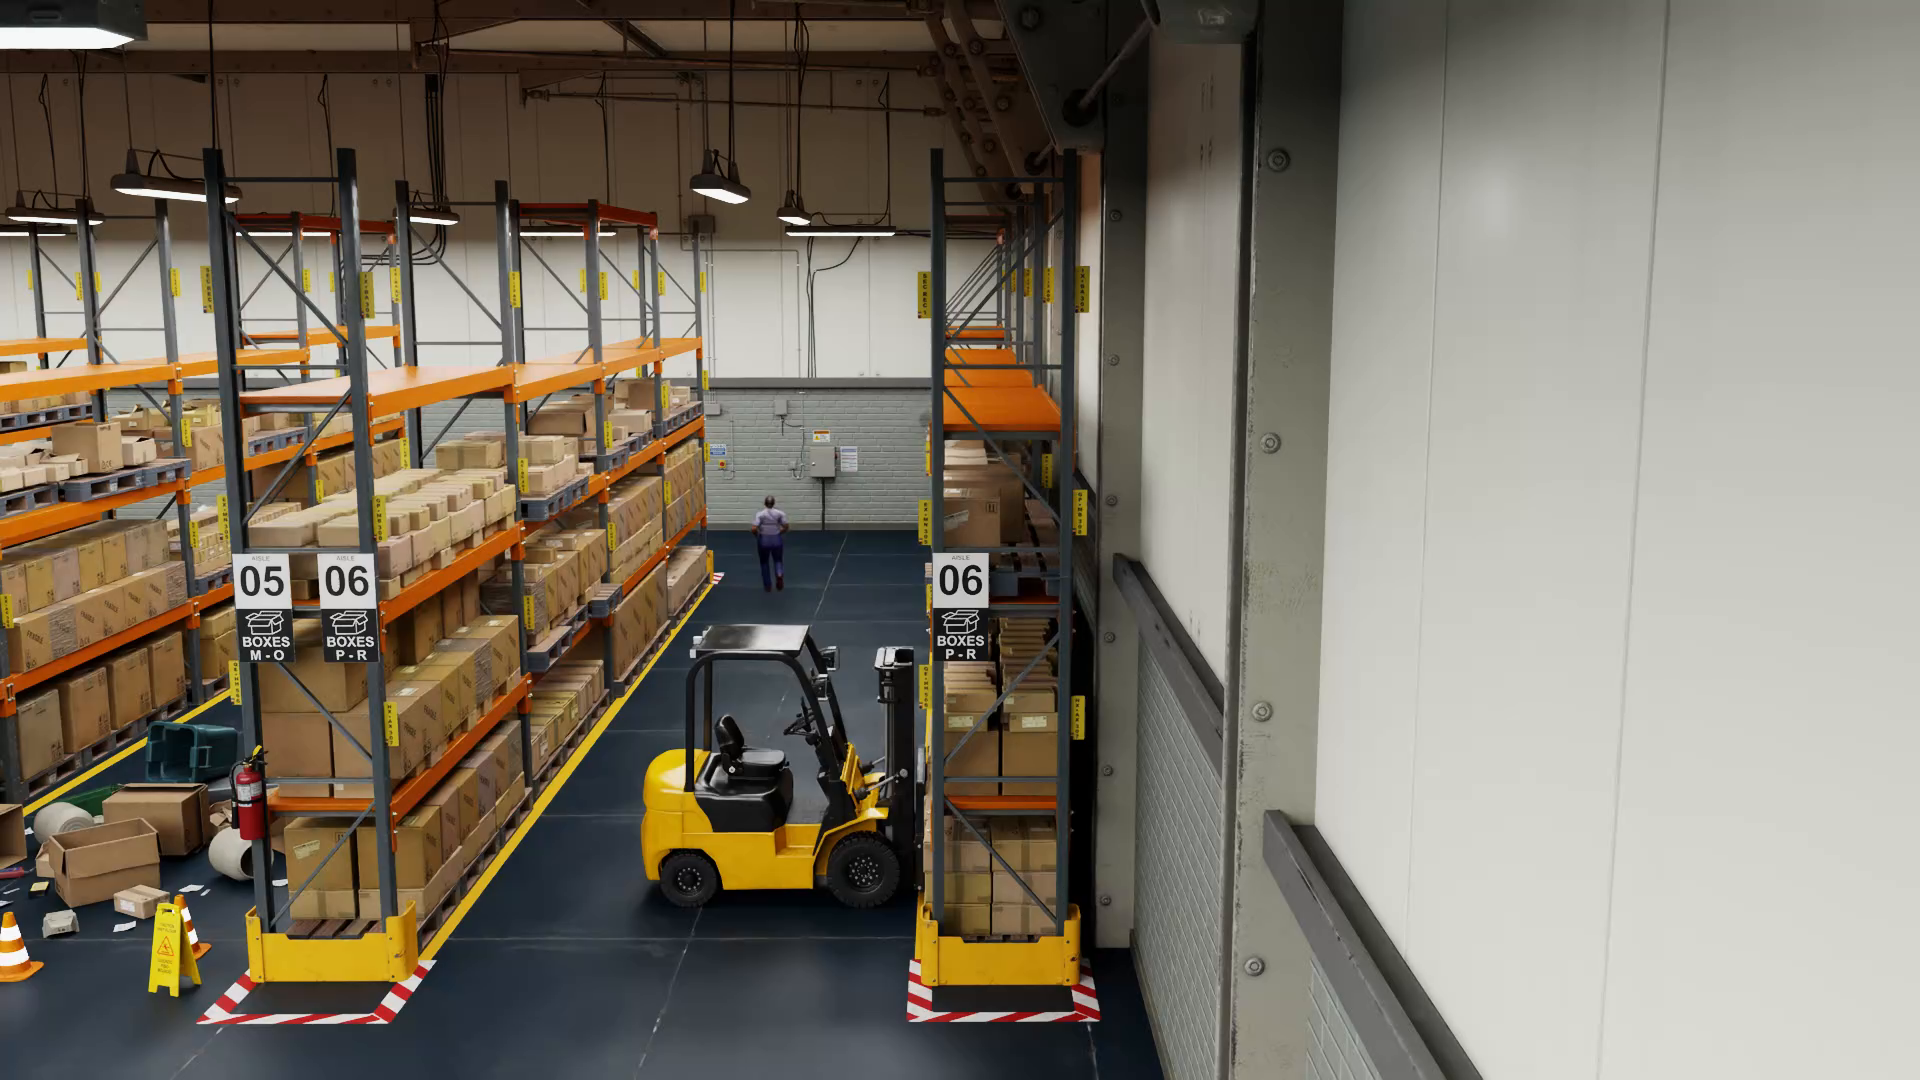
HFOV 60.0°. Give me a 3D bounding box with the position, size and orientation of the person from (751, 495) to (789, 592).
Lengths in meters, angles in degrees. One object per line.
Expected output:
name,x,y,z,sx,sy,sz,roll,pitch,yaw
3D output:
person,-3.050,0.074,26.700,0.610,1.584,0.616,-2,9,-12

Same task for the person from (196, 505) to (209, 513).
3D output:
person,-11.487,0.259,25.658,0.691,1.652,0.843,1,9,5
